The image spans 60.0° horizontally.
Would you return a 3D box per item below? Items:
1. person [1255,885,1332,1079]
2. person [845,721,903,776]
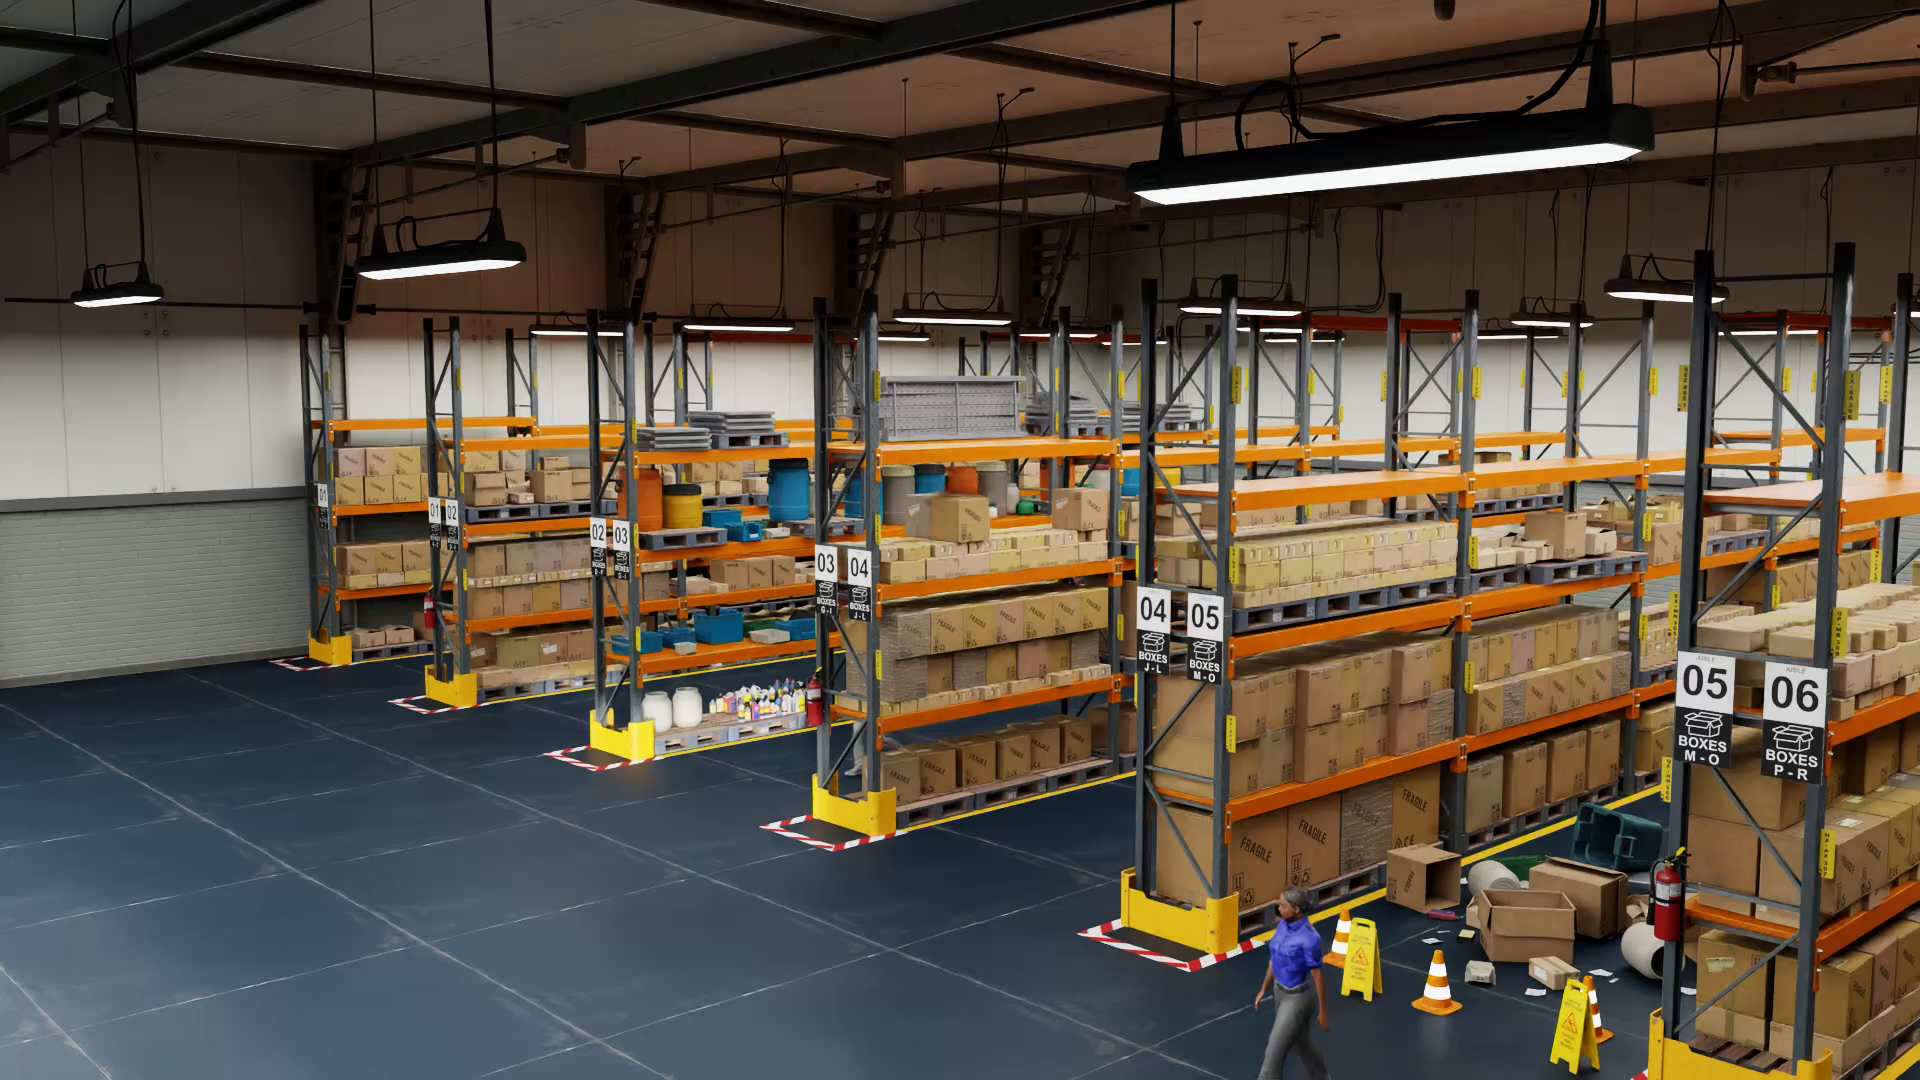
[{"bbox_3d":[2.221,3.187,11.524,0.929,1.611,0.493,-1,6,-14],"label":"person"},{"bbox_3d":[-1.103,2.180,21.371,0.492,1.635,0.839,6,8,45],"label":"person"}]
